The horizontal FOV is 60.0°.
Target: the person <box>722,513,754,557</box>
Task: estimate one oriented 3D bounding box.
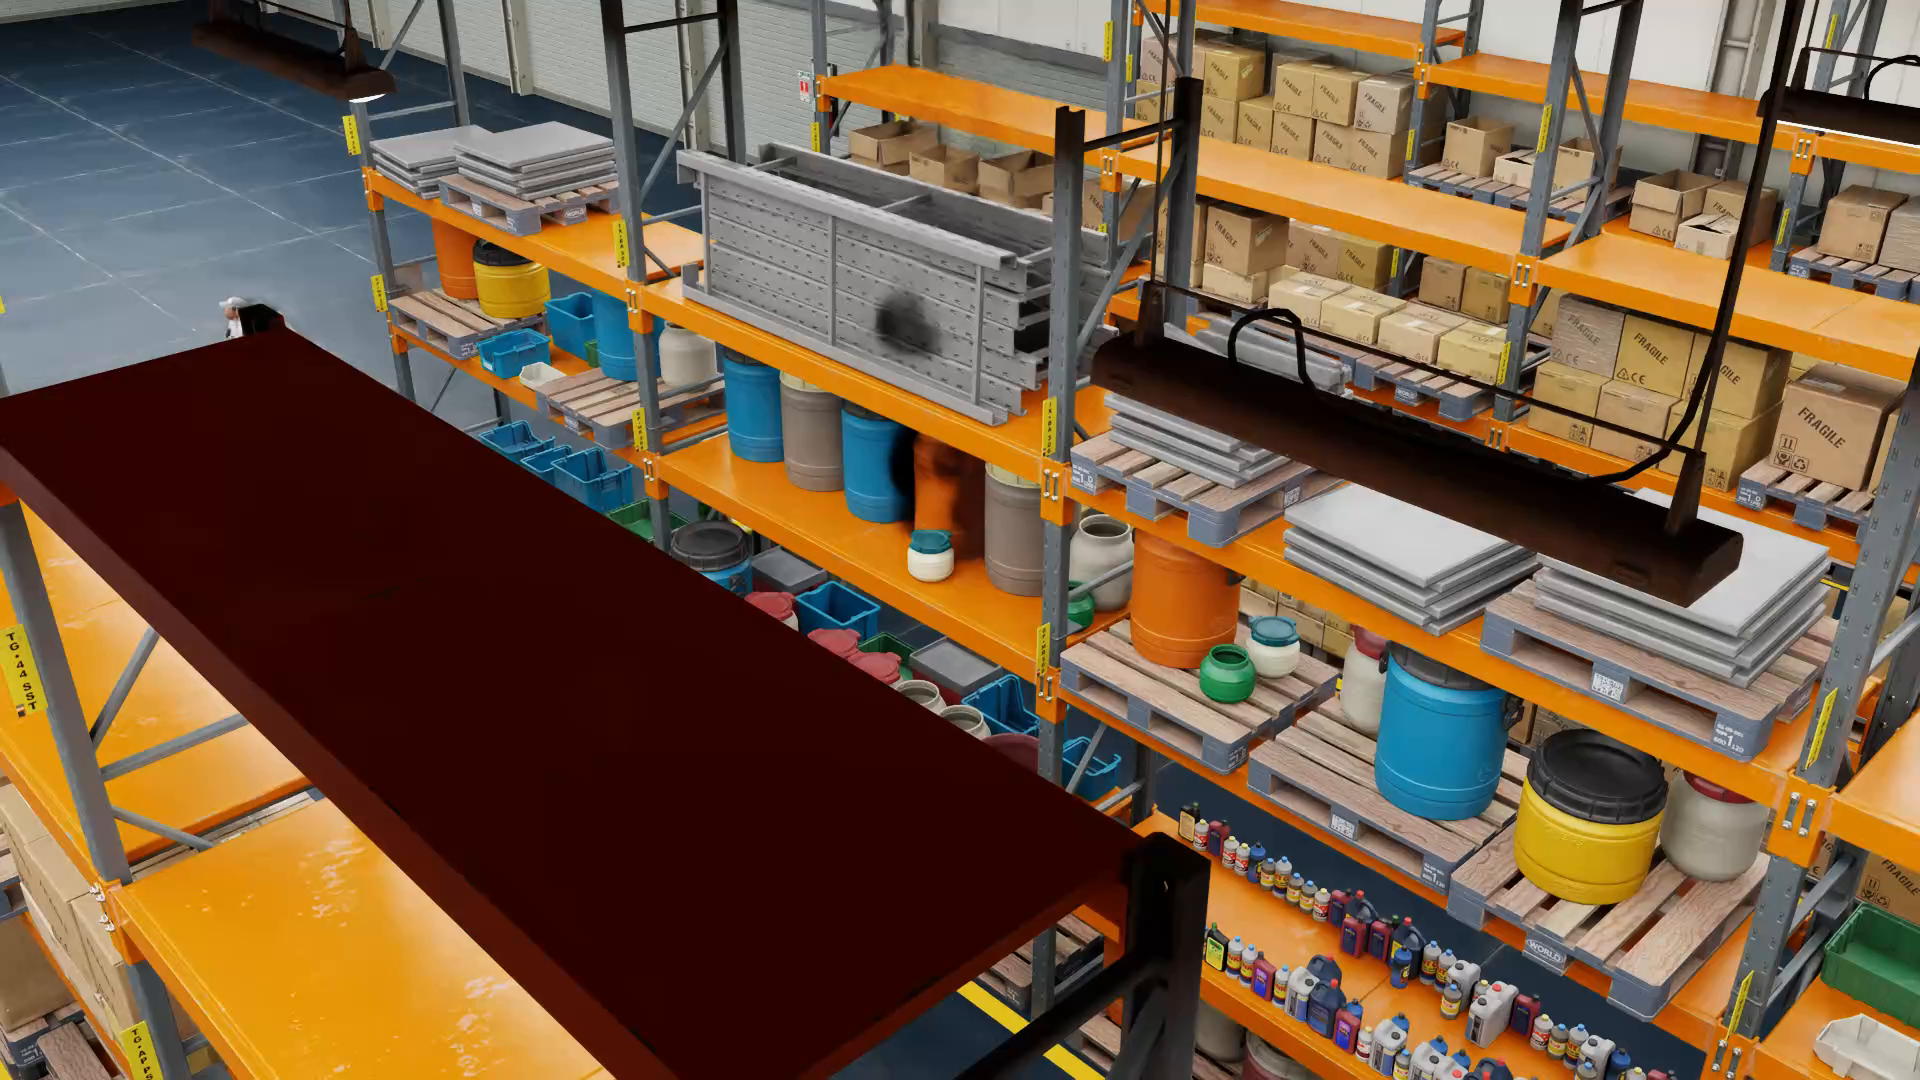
[{"bbox_3d":[-2.028,-0.159,15.339,0.544,1.720,0.700,23,36,36],"label":"person"}]

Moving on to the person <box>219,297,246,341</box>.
[{"bbox_3d":[-8.075,-1.980,18.849,0.531,1.628,0.657,-7,29,-13],"label":"person"}]

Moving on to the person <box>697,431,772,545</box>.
[{"bbox_3d":[-2.237,-0.533,16.040,0.986,1.766,0.659,16,32,27],"label":"person"}]
